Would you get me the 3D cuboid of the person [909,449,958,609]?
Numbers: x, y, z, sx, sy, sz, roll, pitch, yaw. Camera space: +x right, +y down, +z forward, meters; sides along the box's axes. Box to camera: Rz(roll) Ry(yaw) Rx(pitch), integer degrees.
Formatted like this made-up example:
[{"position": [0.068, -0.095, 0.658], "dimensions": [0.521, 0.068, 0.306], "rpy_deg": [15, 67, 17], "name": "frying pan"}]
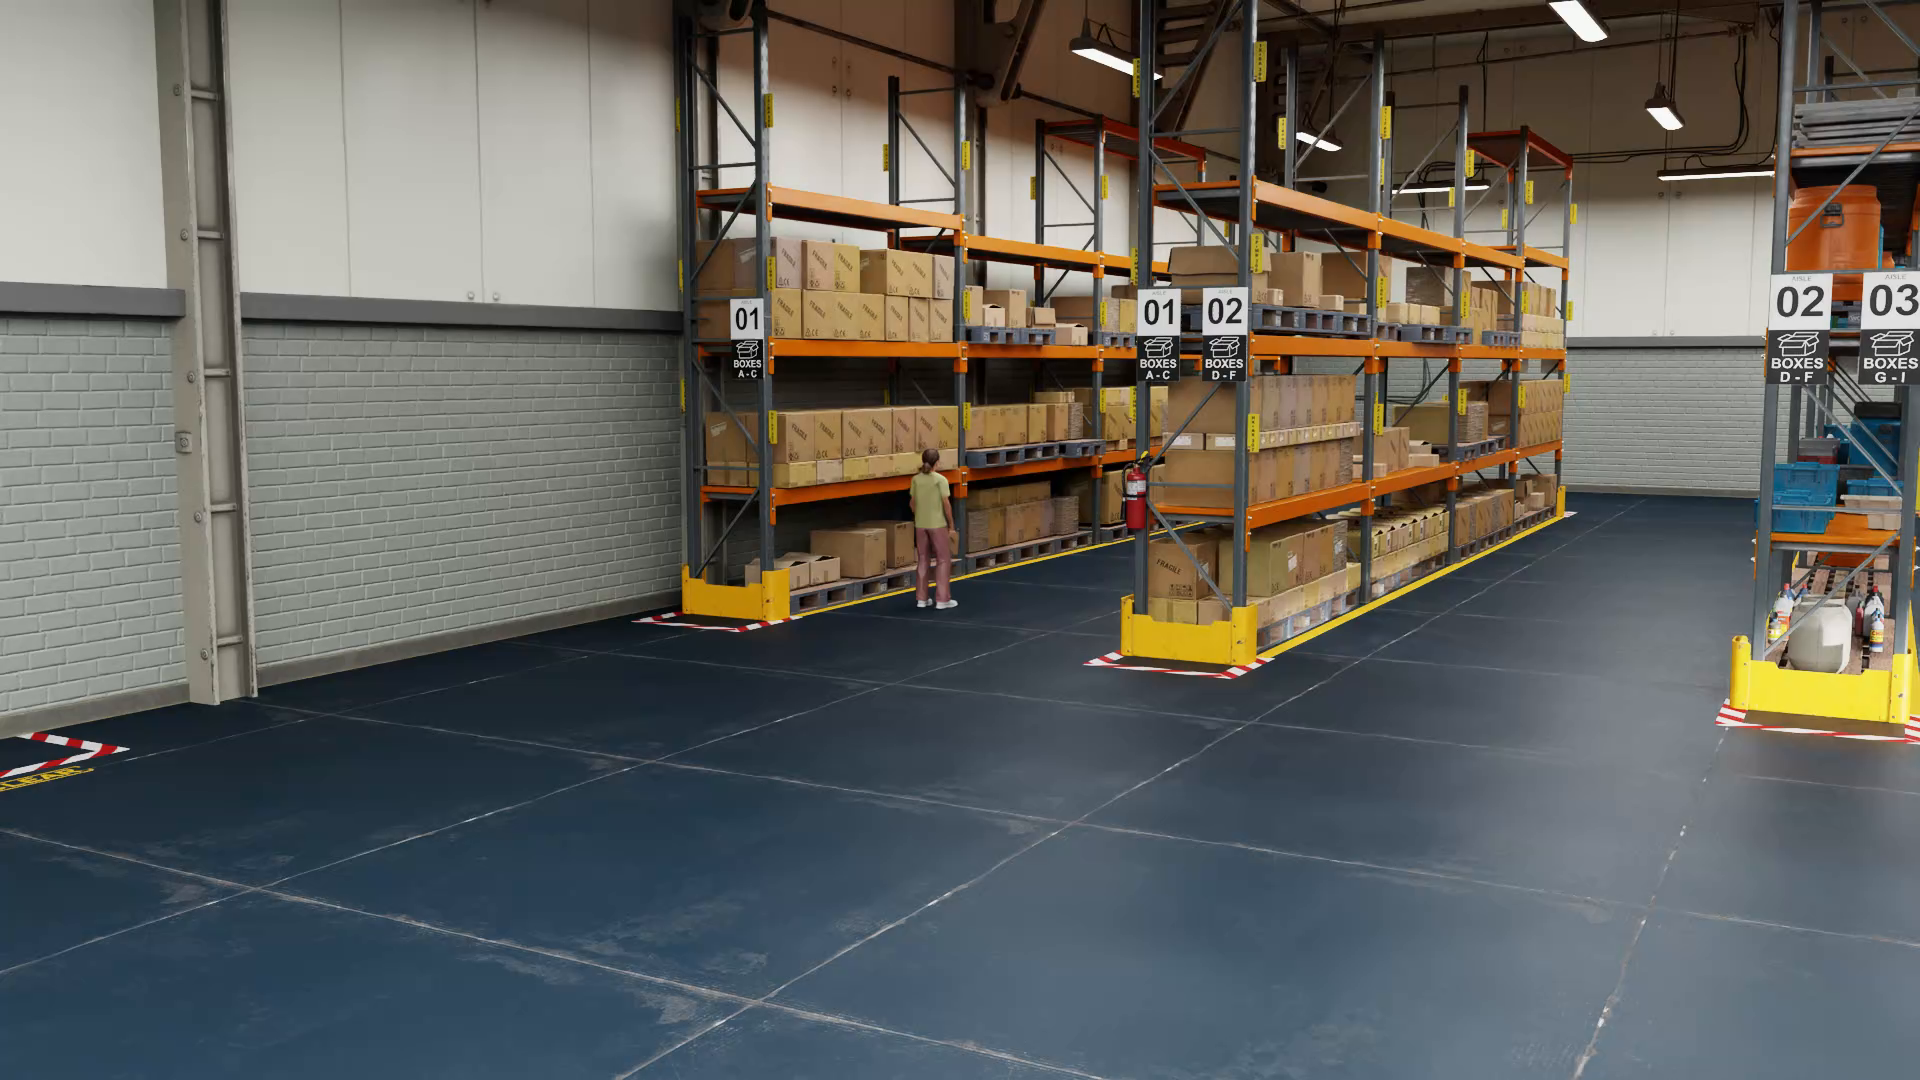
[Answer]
[{"position": [-0.294, -0.125, 17.502], "dimensions": [0.477, 1.676, 0.363], "rpy_deg": [3, 7, 27], "name": "person"}]
